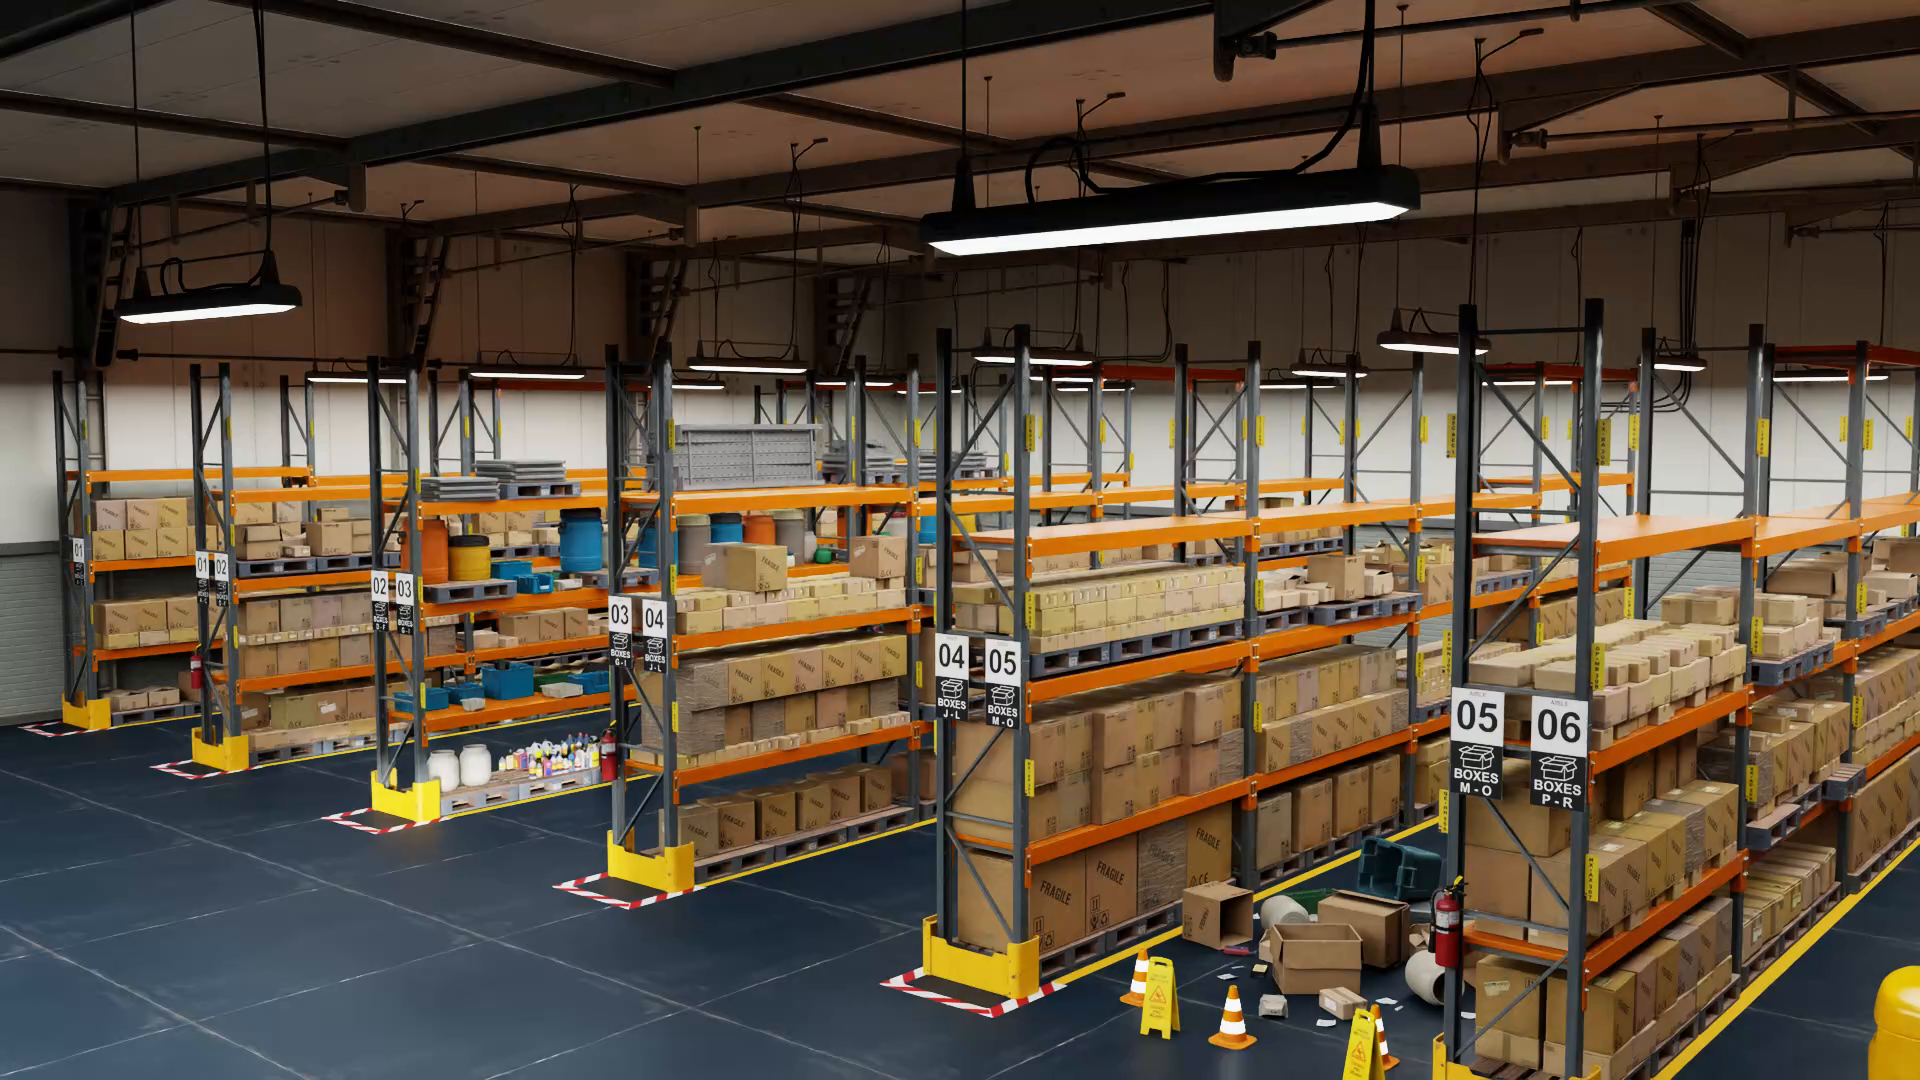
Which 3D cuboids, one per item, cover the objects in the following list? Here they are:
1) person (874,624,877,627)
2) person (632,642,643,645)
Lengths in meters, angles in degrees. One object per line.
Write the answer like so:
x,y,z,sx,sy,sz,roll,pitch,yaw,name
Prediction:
-2.339,1.380,40.669,0.547,1.674,0.971,3,5,37,person
-6.517,1.889,33.237,0.576,1.799,0.682,2,5,26,person
